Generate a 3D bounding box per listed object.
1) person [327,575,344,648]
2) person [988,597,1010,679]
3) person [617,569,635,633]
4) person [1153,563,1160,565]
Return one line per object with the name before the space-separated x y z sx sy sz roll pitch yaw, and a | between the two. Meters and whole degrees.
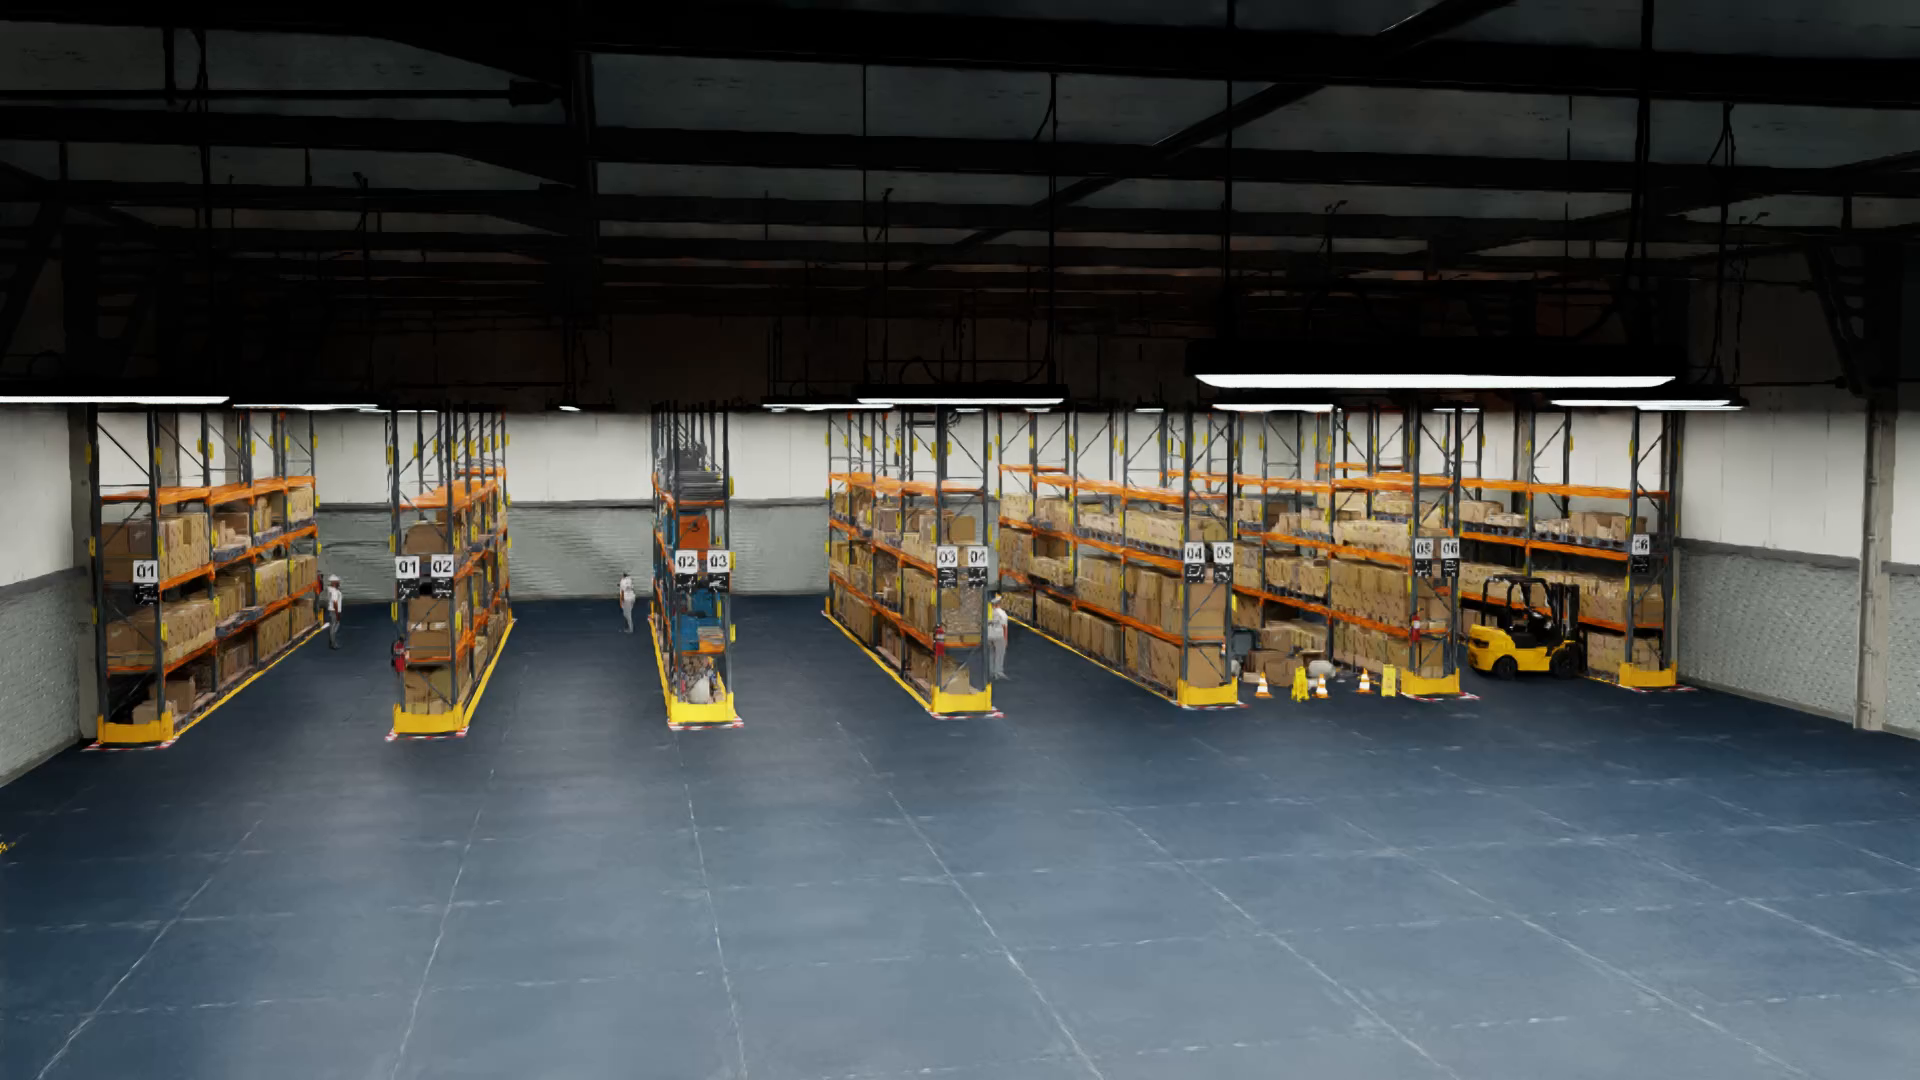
person | -15.341 1.742 40.875 0.390 1.767 0.673 -2 5 -27
person | 0.837 2.115 36.078 0.475 1.762 0.595 -4 6 -42
person | -8.799 1.586 43.823 0.528 1.662 0.557 1 4 16
person | 5.320 1.410 45.221 0.647 1.773 0.690 1 4 8
